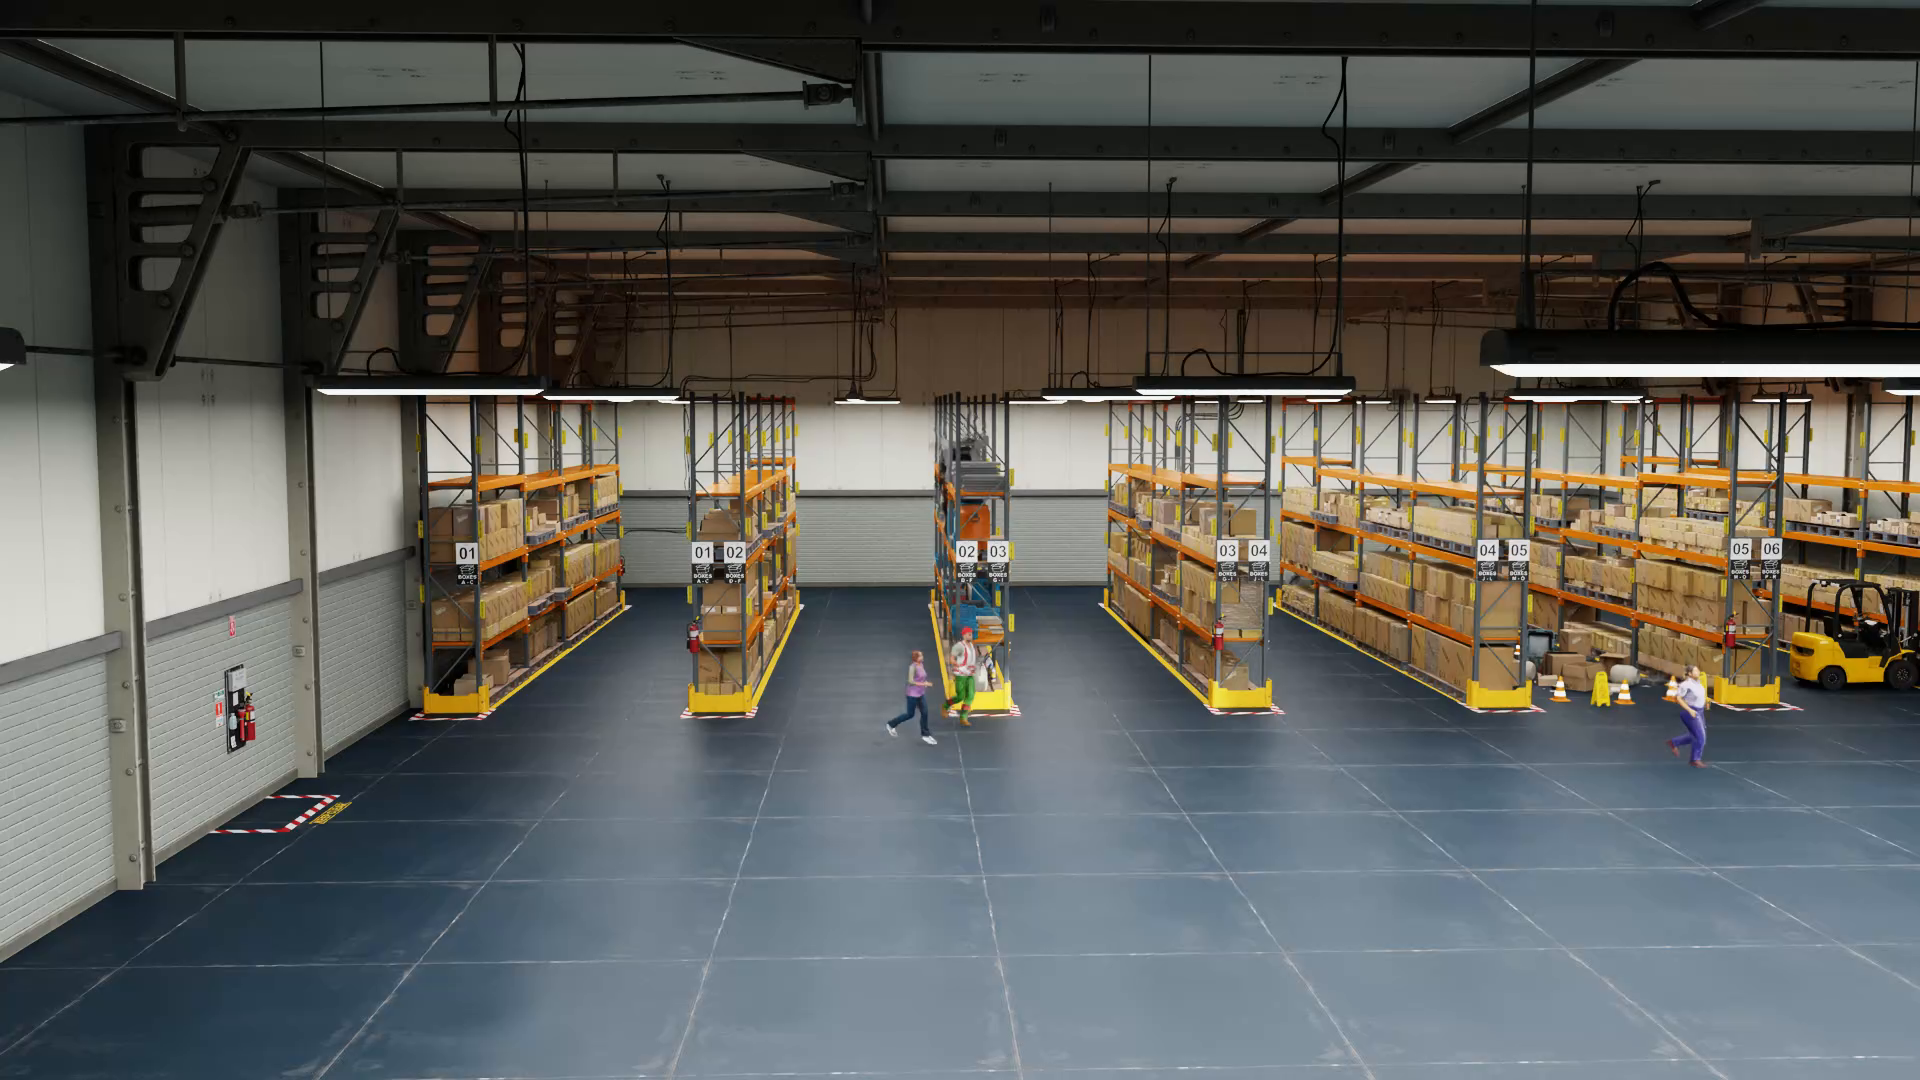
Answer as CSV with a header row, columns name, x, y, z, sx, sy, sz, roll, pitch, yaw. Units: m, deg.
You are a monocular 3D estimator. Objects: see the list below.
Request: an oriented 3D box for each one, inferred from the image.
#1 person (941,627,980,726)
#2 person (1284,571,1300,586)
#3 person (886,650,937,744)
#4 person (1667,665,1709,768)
name,x,y,z,sx,sy,sz,roll,pitch,yaw
person,0.039,2.440,30.139,0.751,1.750,0.697,4,6,39
person,9.817,0.988,48.820,0.767,1.708,0.604,0,5,-1
person,-0.806,2.659,28.335,0.882,1.603,0.550,2,5,24
person,11.667,2.798,26.620,0.668,1.634,0.602,4,6,44
